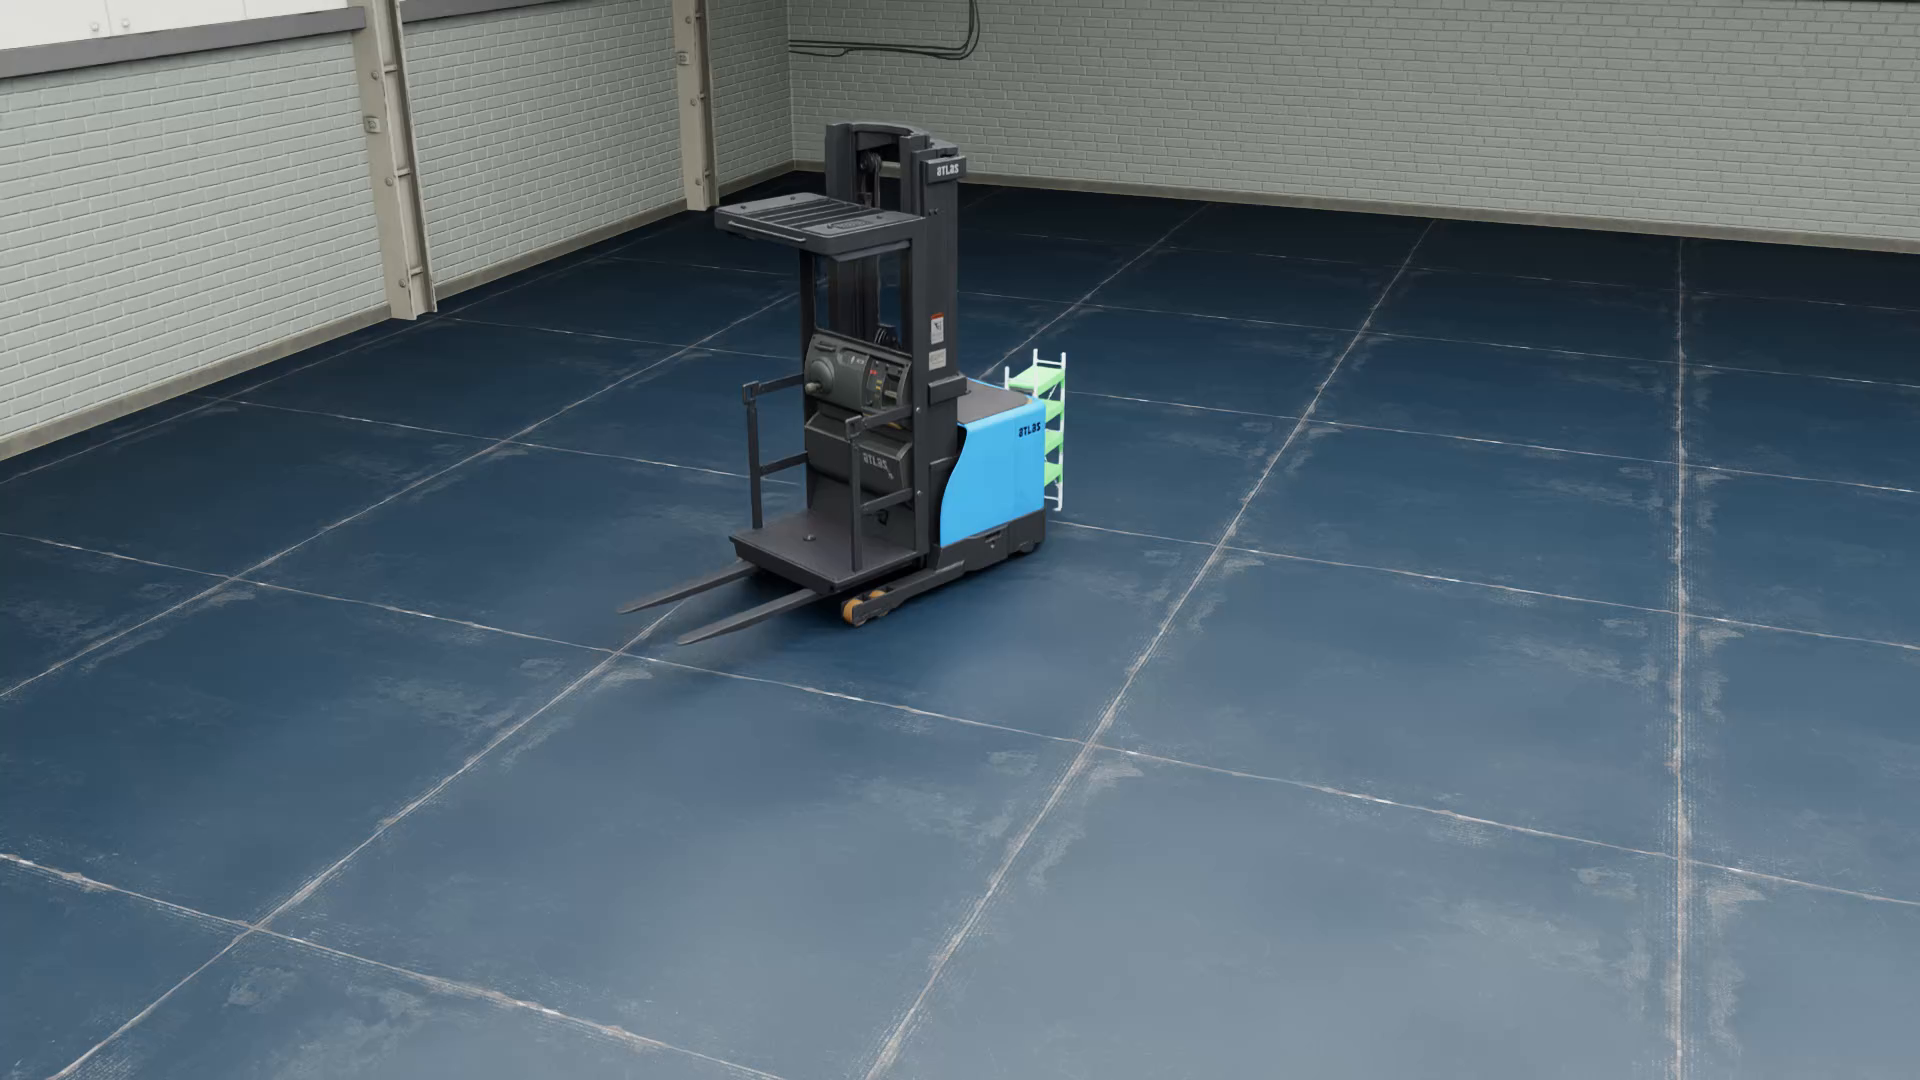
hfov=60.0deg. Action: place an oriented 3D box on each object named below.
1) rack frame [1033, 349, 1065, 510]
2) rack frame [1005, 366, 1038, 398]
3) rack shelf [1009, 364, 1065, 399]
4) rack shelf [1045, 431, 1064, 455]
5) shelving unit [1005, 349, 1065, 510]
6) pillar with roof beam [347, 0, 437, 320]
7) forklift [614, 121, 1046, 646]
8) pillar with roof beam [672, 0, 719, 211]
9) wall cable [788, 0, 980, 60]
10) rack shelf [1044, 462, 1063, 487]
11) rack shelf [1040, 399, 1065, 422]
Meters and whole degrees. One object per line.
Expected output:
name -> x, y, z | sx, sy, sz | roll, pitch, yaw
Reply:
rack frame -> 0.638, -0.795, 12.096 | 0.240, 1.200, 0.015 | 11, 25, 24
rack frame -> 0.424, -0.626, 11.691 | 0.240, 1.200, 0.015 | 11, 25, 24
rack shelf -> 0.531, -1.094, 11.733 | 0.258, 0.148, 0.480 | 11, 25, 24
rack shelf -> 0.531, -0.651, 11.918 | 0.258, 0.148, 0.480 | 11, 25, 24
shelving unit -> 0.531, -0.710, 11.893 | 0.258, 1.200, 0.503 | 11, 25, 24
pillar with roof beam -> -1.724, -5.902, 14.204 | 9.100, 9.000, 0.400 | 9, 24, 20
forklift -> -0.803, -1.037, 10.429 | 3.031, 2.935, 1.130 | -21, 31, -41
pillar with roof beam -> 0.504, -8.049, 19.344 | 9.100, 9.000, 0.400 | 9, 24, 20
wall cable -> -1.171, -8.097, 23.489 | 3.097, 2.526, 0.112 | 9, 24, 20
rack shelf -> 0.531, -0.430, 12.011 | 0.258, 0.148, 0.480 | 11, 25, 24
rack shelf -> 0.531, -0.873, 11.826 | 0.258, 0.148, 0.480 | 11, 25, 24
